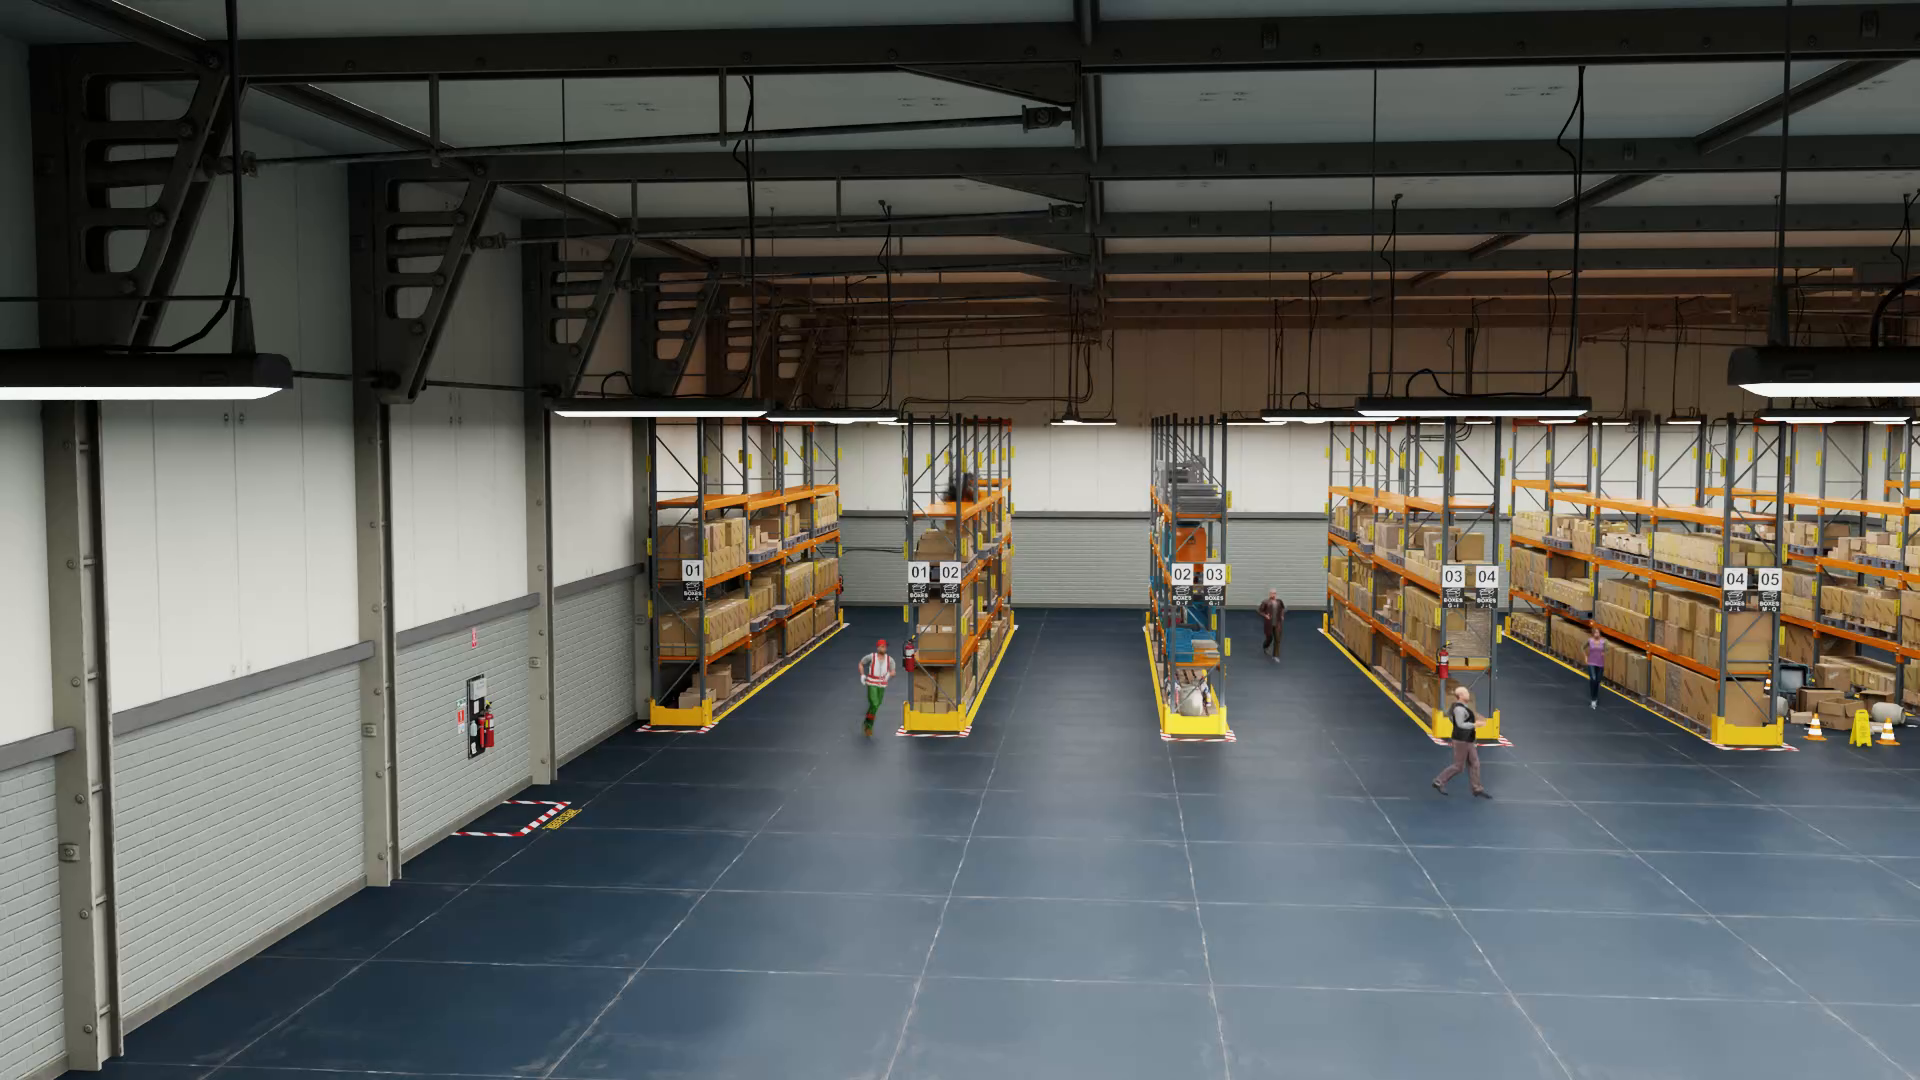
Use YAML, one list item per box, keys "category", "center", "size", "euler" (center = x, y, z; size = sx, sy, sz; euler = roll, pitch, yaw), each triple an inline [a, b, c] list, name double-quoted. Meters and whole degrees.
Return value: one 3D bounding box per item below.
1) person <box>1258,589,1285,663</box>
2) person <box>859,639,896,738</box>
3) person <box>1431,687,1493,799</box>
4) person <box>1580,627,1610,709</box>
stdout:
- category: "person"
  center: [7.692, 2.093, 40.885]
  size: [0.710, 1.784, 0.942]
  euler: [0, 4, -5]
- category: "person"
  center: [-1.530, 2.764, 31.051]
  size: [0.660, 1.812, 0.706]
  euler: [-2, 4, -27]
- category: "person"
  center: [7.732, 3.110, 25.552]
  size: [0.906, 1.715, 0.661]
  euler: [2, 4, 23]
- category: "person"
  center: [13.078, 2.614, 34.227]
  size: [0.521, 1.634, 0.698]
  euler: [1, 4, 7]
